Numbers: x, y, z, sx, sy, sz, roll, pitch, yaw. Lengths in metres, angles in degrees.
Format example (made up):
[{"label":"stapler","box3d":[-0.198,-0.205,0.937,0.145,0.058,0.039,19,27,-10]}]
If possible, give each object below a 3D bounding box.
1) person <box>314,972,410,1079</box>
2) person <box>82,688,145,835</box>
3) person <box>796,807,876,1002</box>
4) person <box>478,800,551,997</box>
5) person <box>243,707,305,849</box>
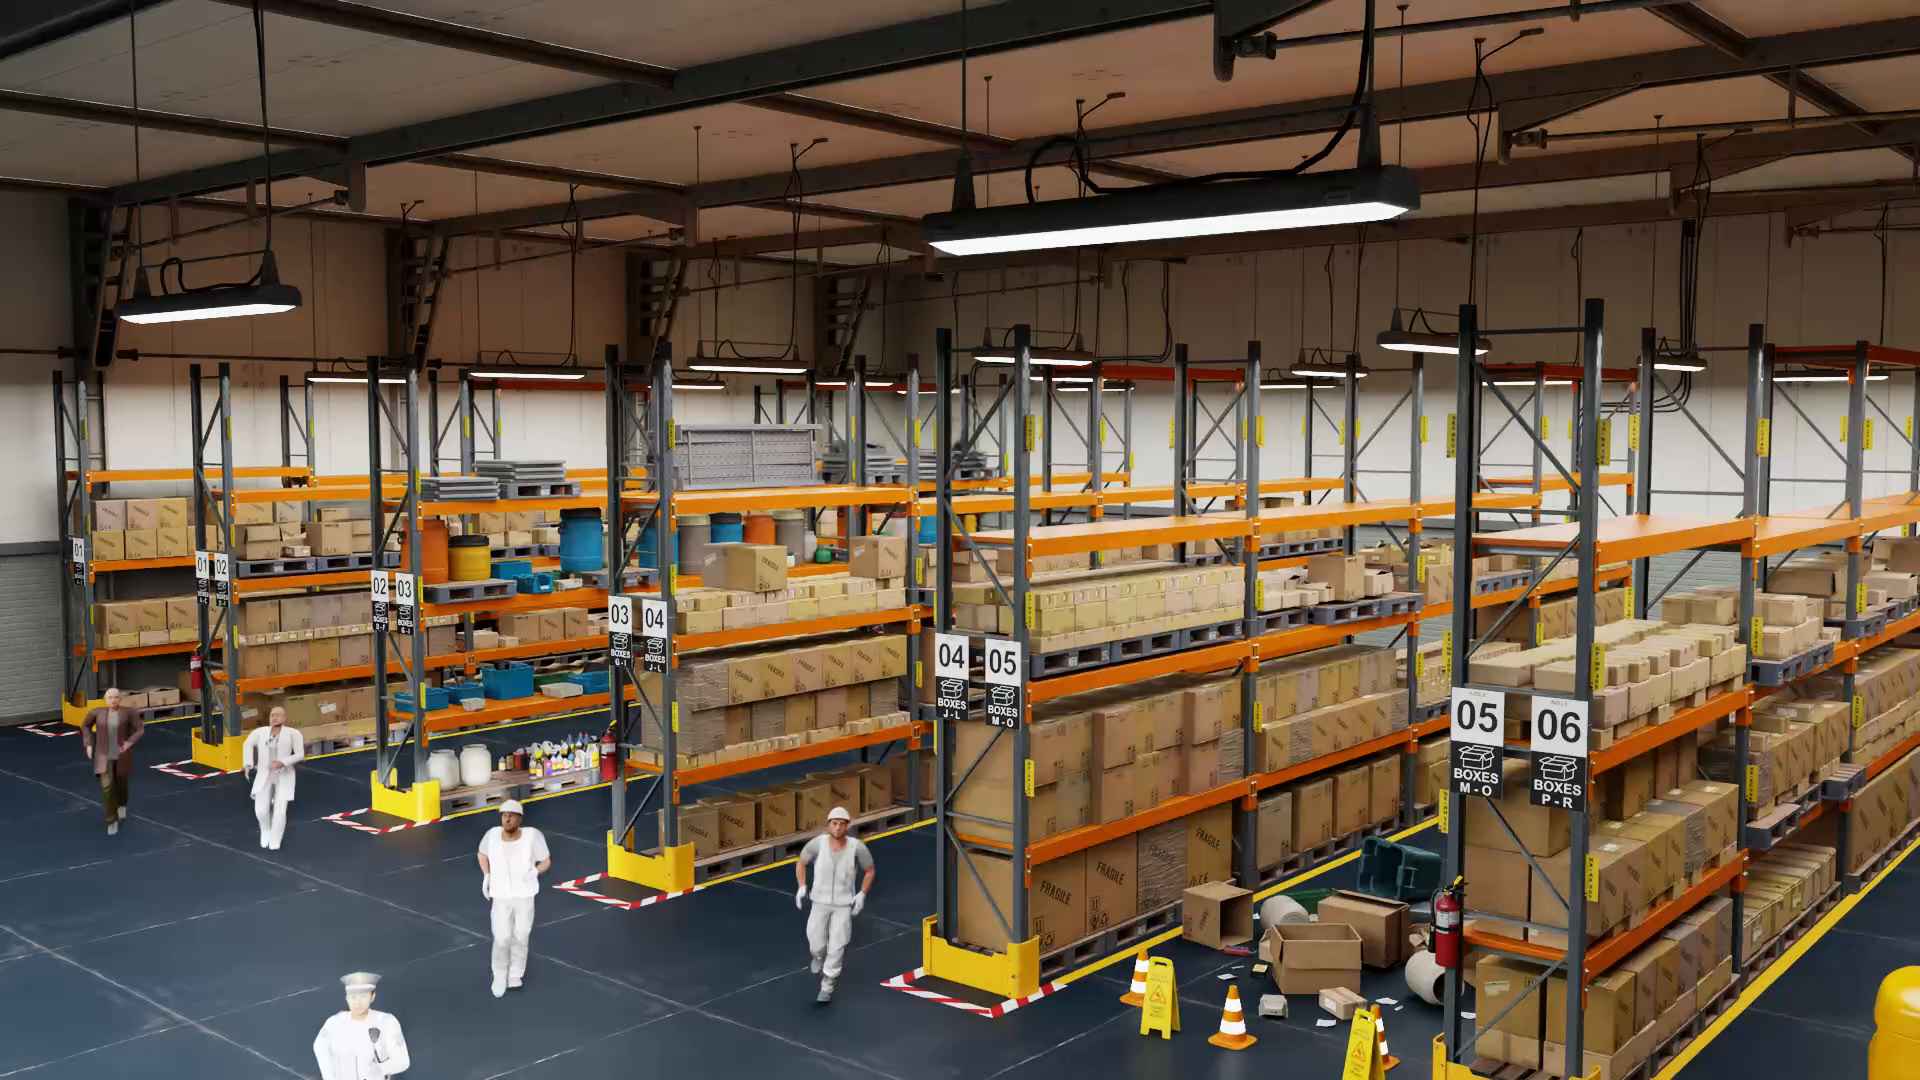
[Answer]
[{"label":"person","box3d":[-3.763,3.564,10.461,0.593,1.752,0.709,-1,4,-15]},{"label":"person","box3d":[-10.722,2.789,21.089,0.717,1.852,0.890,-2,5,-26]},{"label":"person","box3d":[-1.118,3.233,14.914,0.698,1.737,0.601,0,4,-1]},{"label":"person","box3d":[-3.996,3.212,14.896,0.651,1.784,0.683,-1,4,-12]},{"label":"person","box3d":[-8.227,2.860,19.930,0.711,1.713,0.619,-1,4,-17]}]
